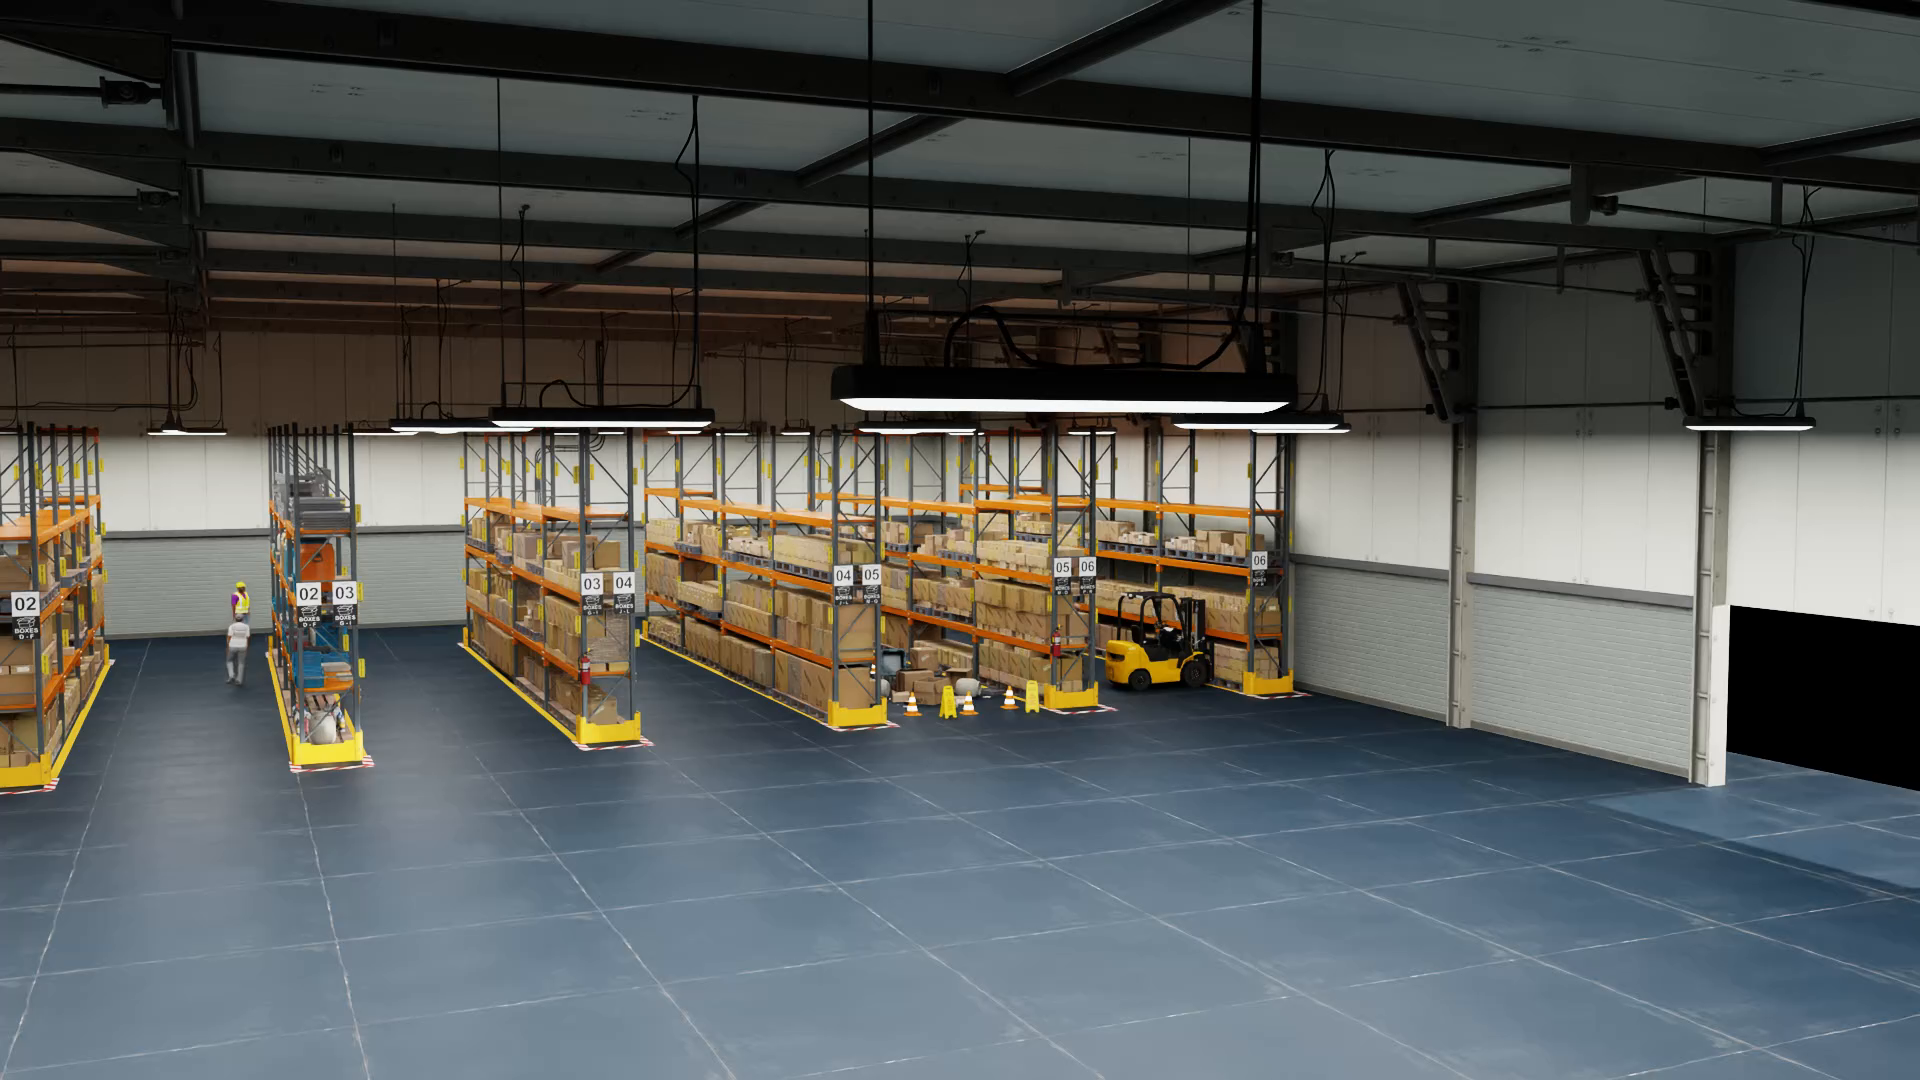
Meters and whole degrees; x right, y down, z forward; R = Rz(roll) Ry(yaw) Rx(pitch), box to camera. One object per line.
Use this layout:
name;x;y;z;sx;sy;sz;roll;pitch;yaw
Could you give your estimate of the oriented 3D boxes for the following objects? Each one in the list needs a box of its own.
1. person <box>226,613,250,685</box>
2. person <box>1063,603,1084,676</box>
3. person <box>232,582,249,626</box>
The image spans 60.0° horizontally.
person;-16.767;2.529;38.591;0.551;1.664;0.428;-2;4;-26
person;2.791;2.412;39.931;0.579;1.814;0.594;-2;4;-32
person;-19.928;2.025;46.003;0.735;1.751;0.573;1;4;16
